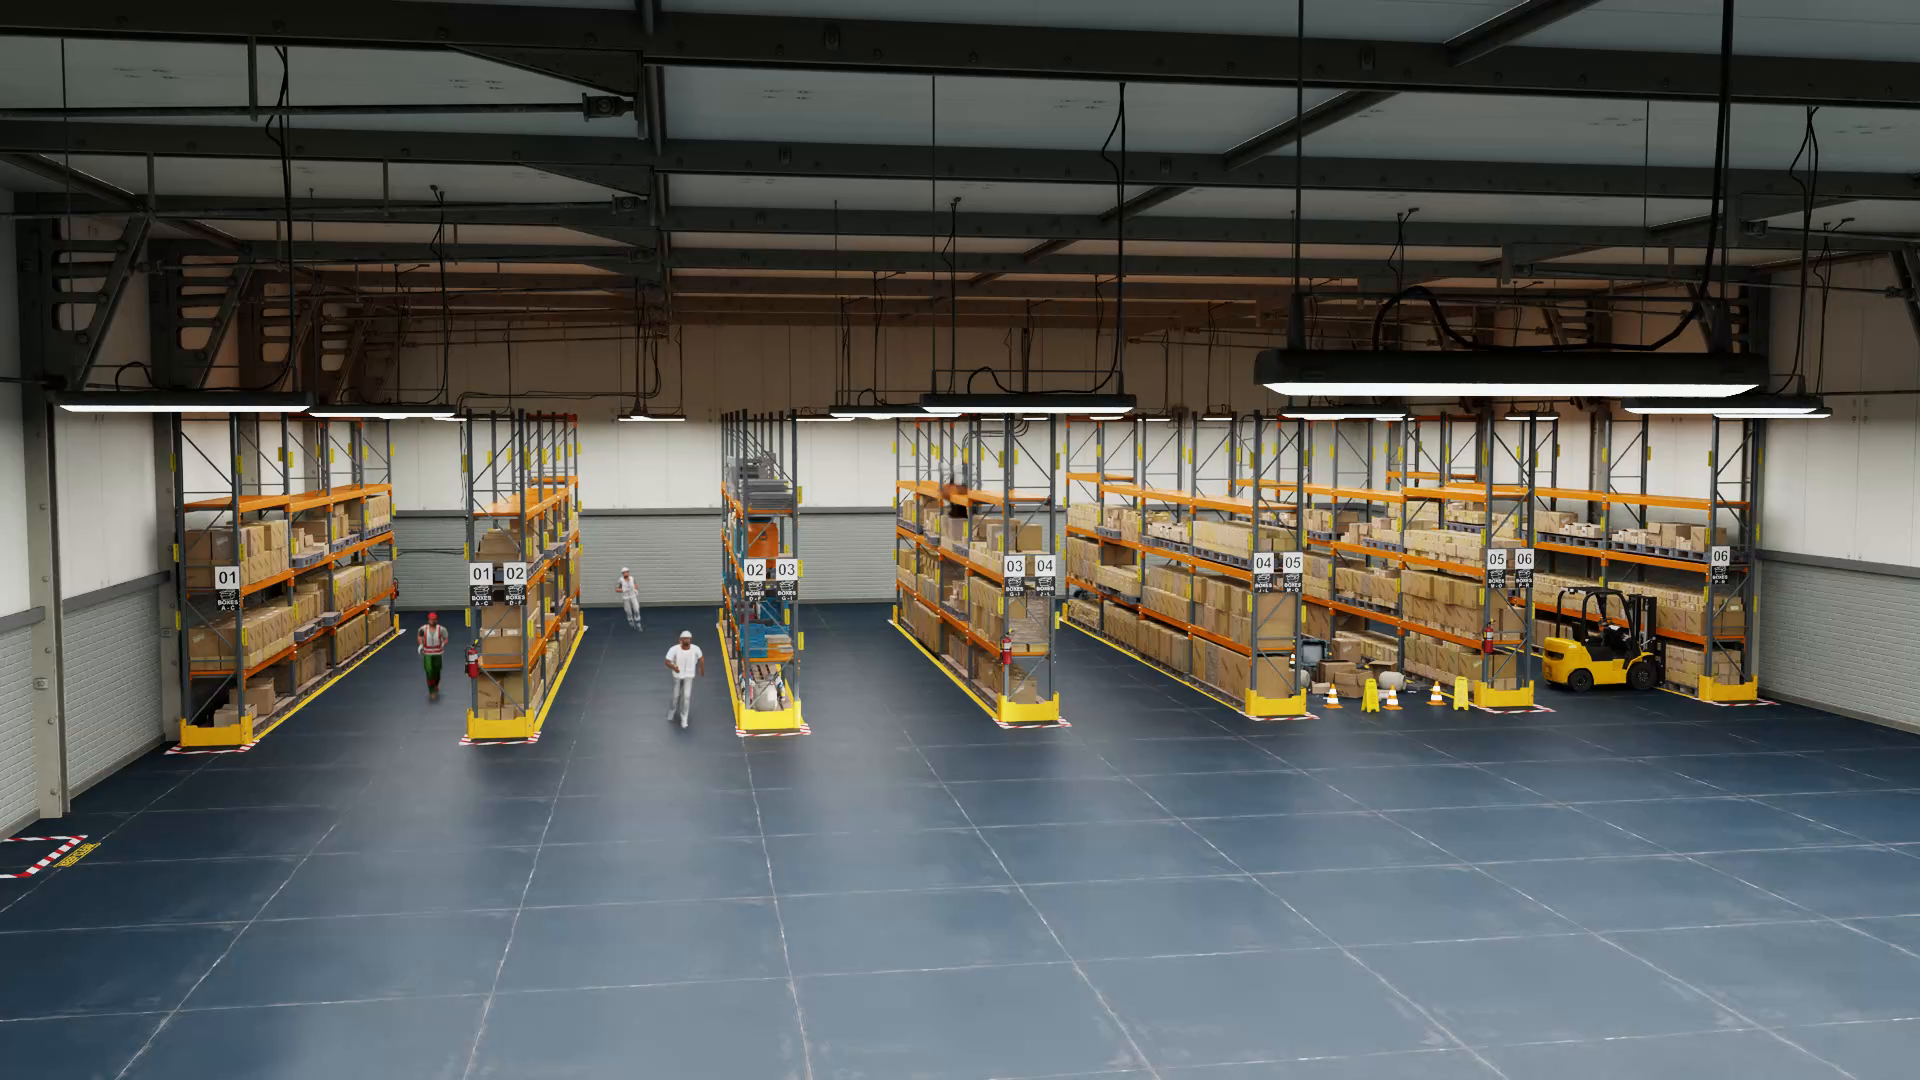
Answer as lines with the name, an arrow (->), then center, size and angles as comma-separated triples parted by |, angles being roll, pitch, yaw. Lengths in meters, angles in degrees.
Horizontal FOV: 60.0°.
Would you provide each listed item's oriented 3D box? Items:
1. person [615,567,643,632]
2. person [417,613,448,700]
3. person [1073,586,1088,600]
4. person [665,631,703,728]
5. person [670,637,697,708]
person -> -9.183, 1.658, 46.018 | 0.724, 1.828, 0.755 | -1, 4, -20
person -> -11.032, 2.397, 34.836 | 0.607, 1.792, 0.992 | -1, 4, -21
person -> 3.569, 1.439, 49.948 | 0.848, 1.542, 0.588 | 2, 5, 29
person -> -5.246, 2.630, 31.681 | 0.743, 1.808, 0.818 | -1, 4, -15
person -> -5.458, 2.665, 32.797 | 0.536, 1.568, 0.506 | -1, 4, -8
